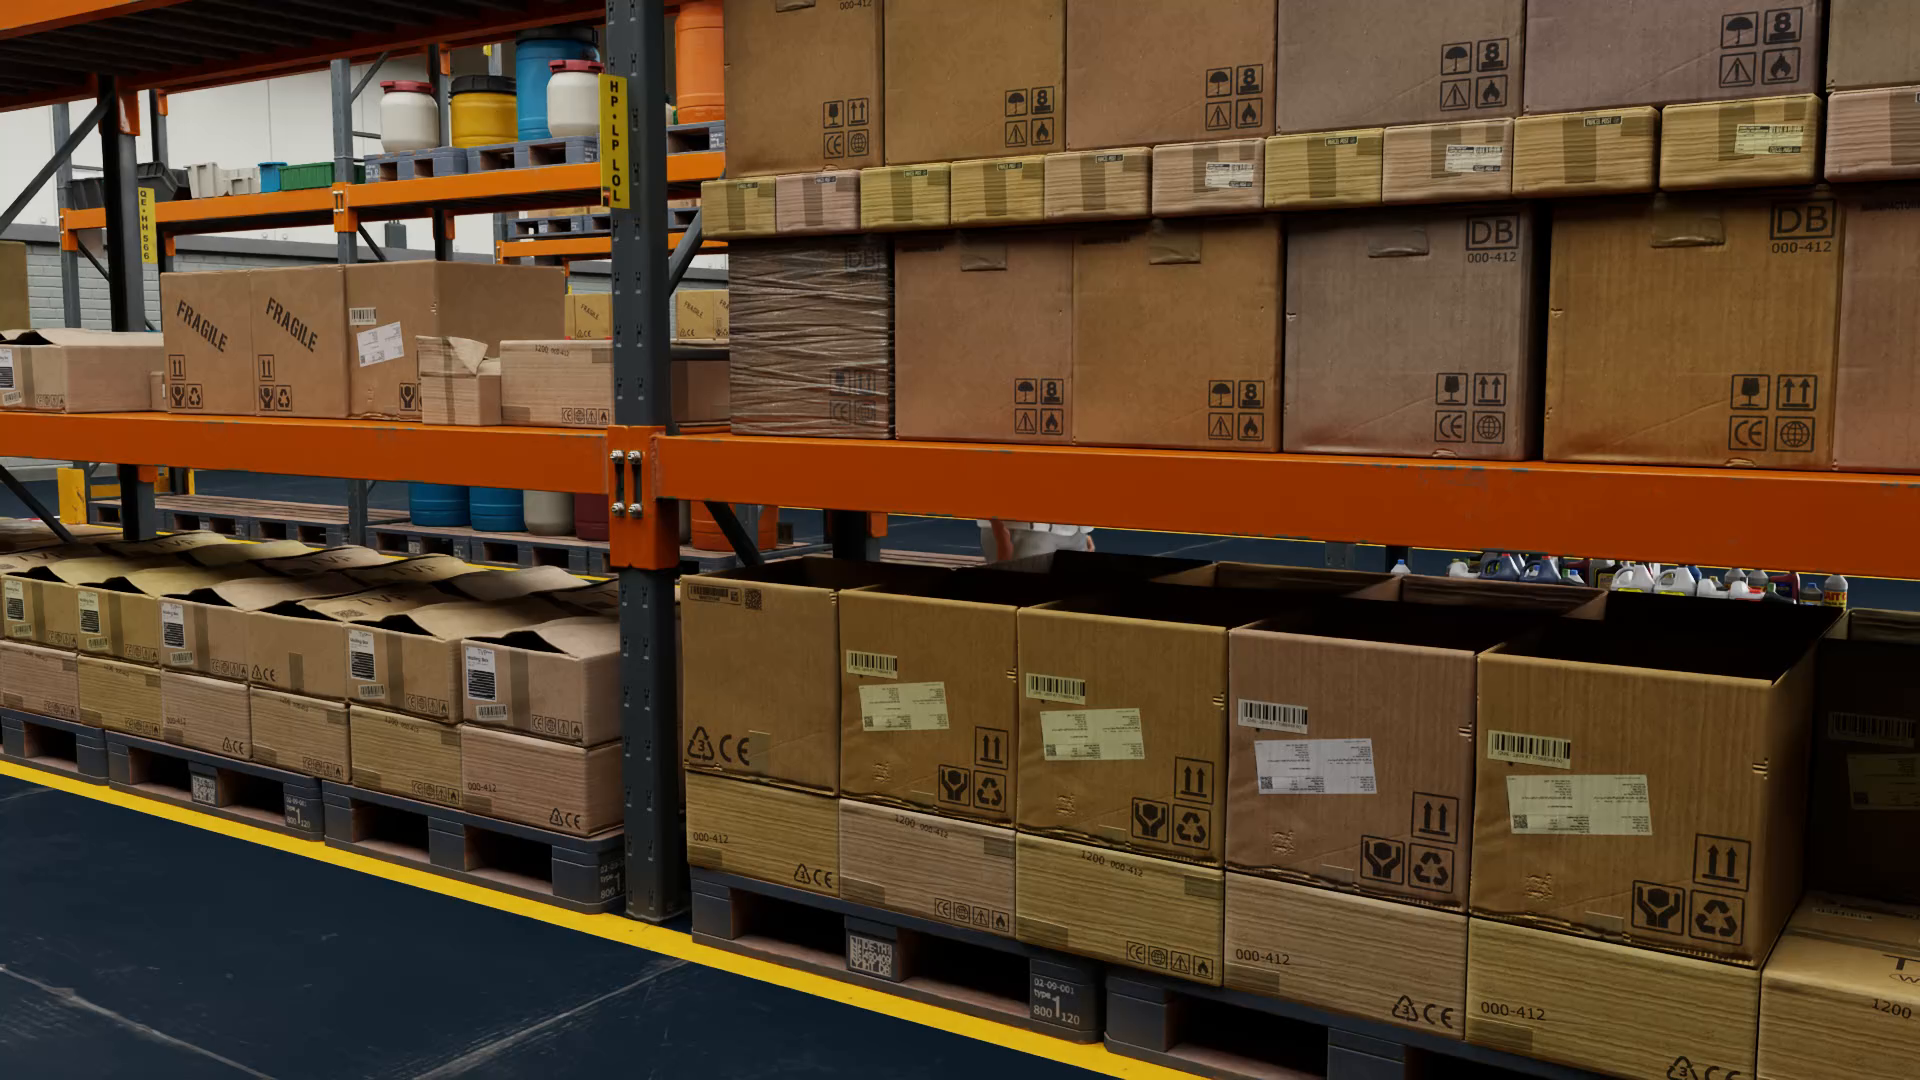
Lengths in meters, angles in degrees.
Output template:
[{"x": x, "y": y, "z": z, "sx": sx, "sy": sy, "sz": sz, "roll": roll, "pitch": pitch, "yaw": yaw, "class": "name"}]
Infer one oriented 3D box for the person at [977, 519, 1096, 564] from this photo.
[{"x": 0.294, "y": -0.021, "z": 5.991, "sx": 0.393, "sy": 1.748, "sz": 0.527, "roll": 5, "pitch": 8, "yaw": 38, "class": "person"}]
